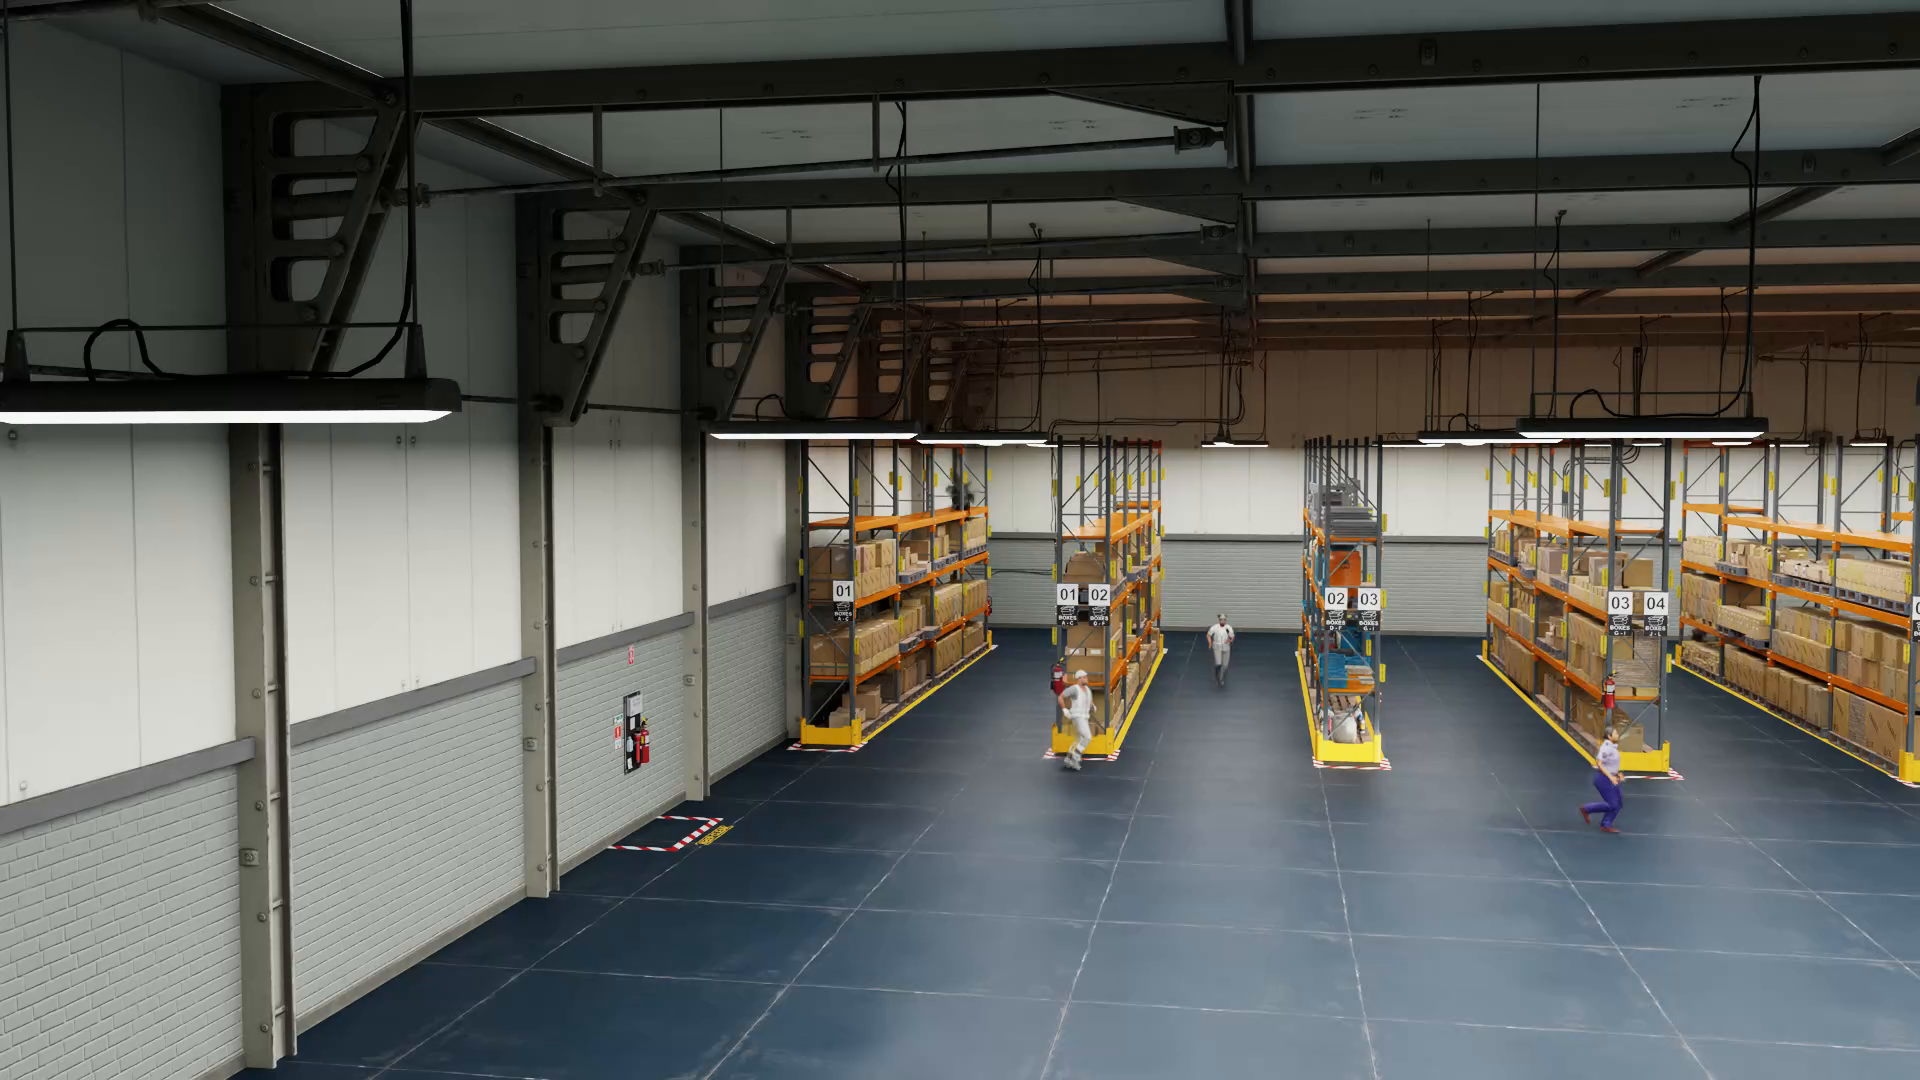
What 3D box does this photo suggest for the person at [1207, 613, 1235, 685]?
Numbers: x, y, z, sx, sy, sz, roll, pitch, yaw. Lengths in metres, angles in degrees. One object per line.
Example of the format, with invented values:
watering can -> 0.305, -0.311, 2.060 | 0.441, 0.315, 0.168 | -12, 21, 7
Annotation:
person -> 6.349, 2.659, 40.344 | 0.642, 1.761, 0.658 | 0, 3, -1

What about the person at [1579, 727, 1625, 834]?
person -> 9.624, 3.584, 24.920 | 0.586, 1.600, 0.593 | 2, 4, 30

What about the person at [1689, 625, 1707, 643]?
person -> 20.315, 2.390, 45.587 | 0.563, 1.743, 0.721 | 1, 3, 12

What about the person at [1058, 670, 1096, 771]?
person -> 2.171, 3.229, 29.879 | 0.610, 1.777, 0.686 | 2, 4, 34
